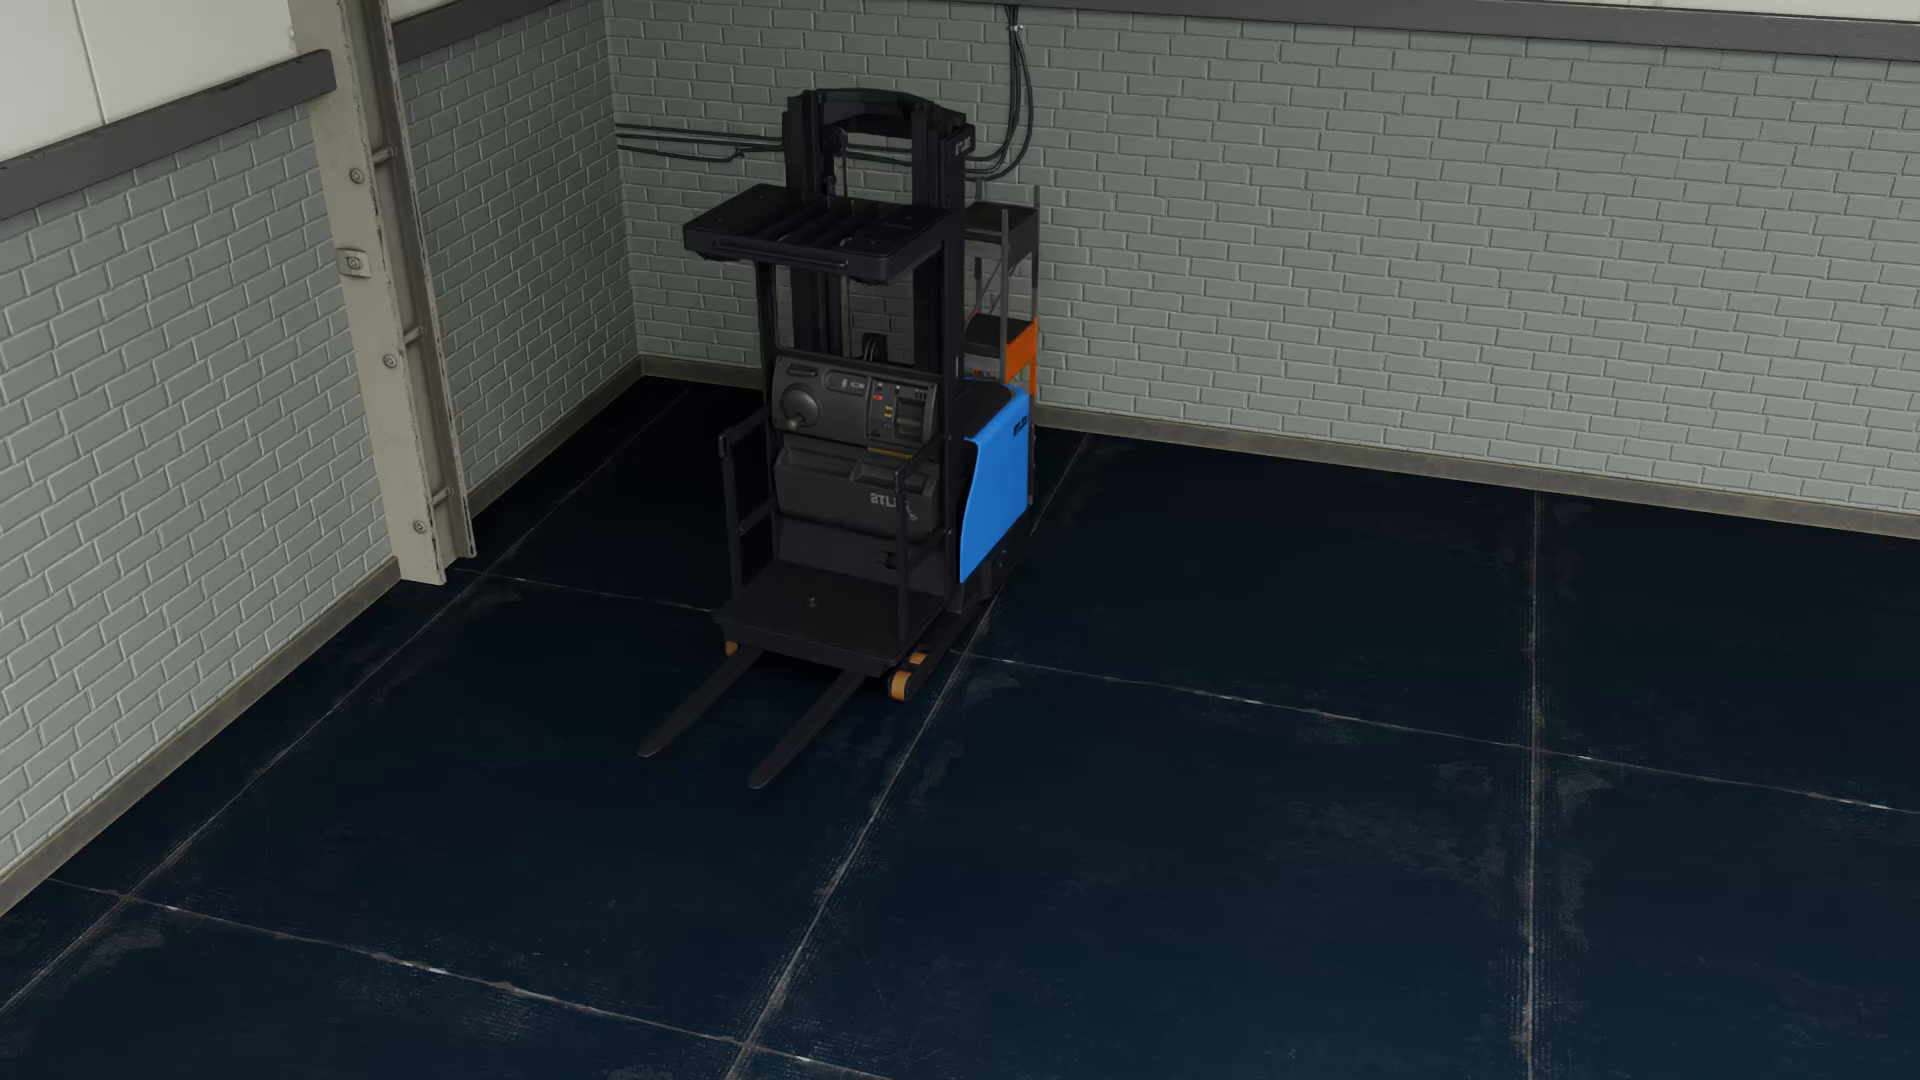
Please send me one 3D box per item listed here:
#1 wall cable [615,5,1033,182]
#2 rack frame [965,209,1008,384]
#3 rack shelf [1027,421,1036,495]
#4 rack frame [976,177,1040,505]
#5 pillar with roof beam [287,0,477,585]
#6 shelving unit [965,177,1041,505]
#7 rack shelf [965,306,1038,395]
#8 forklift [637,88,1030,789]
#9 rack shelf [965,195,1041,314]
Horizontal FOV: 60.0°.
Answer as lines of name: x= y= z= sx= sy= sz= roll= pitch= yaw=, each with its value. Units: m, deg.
wall cable: x=-1.017 y=-3.602 z=10.697 sx=3.097 sy=2.526 sz=0.112 roll=8 pitch=30 yaw=15
rack frame: x=0.085 y=-0.965 z=9.859 sx=0.400 sy=2.100 sz=0.015 roll=12 pitch=31 yaw=21
rack shelf: x=0.183 y=-0.450 z=10.402 sx=0.431 sy=0.518 sz=0.480 roll=12 pitch=31 yaw=21
rack frame: x=0.281 y=-1.182 z=10.250 sx=0.400 sy=2.100 sz=0.015 roll=12 pitch=31 yaw=21
pillar with roof beam: x=0.970 y=-3.164 z=6.717 sx=9.100 sy=9.000 sz=0.400 roll=8 pitch=30 yaw=15
shelving unit: x=0.183 y=-1.073 z=10.055 sx=0.431 sy=2.100 sz=0.503 roll=12 pitch=31 yaw=21
rack shelf: x=0.183 y=-1.061 z=10.061 sx=0.431 sy=0.518 sz=0.480 roll=12 pitch=31 yaw=21
forklift: x=-0.638 y=-0.667 z=8.469 sx=1.130 sy=2.935 sz=3.031 roll=12 pitch=31 yaw=21
rack shelf: x=0.183 y=-1.673 z=9.721 sx=0.431 sy=0.518 sz=0.480 roll=12 pitch=31 yaw=21
